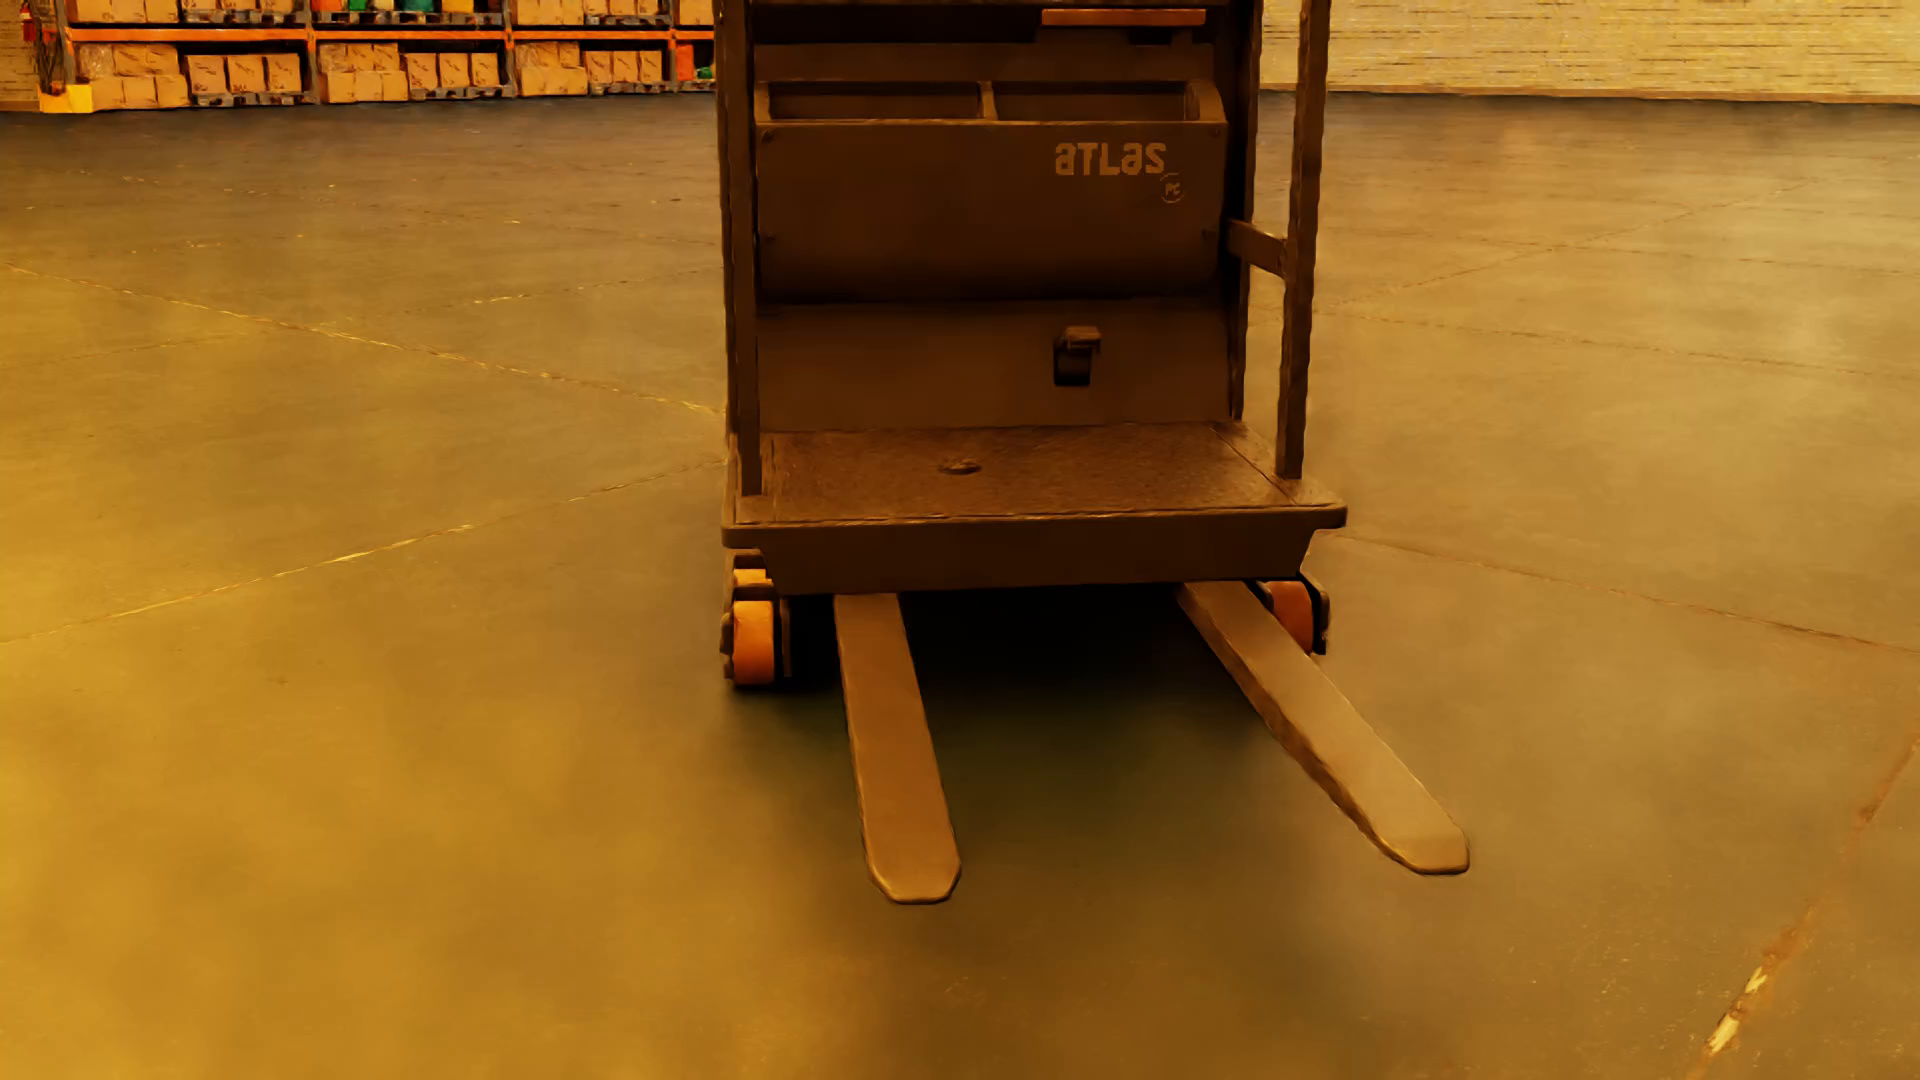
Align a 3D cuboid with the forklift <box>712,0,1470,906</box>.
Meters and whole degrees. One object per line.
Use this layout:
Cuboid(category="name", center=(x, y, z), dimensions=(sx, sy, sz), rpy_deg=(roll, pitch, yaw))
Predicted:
Cuboid(category="forklift", center=(0.087, -1.235, 2.965), dimensions=(1.130, 2.935, 3.031), rpy_deg=(-2, 17, -6))
